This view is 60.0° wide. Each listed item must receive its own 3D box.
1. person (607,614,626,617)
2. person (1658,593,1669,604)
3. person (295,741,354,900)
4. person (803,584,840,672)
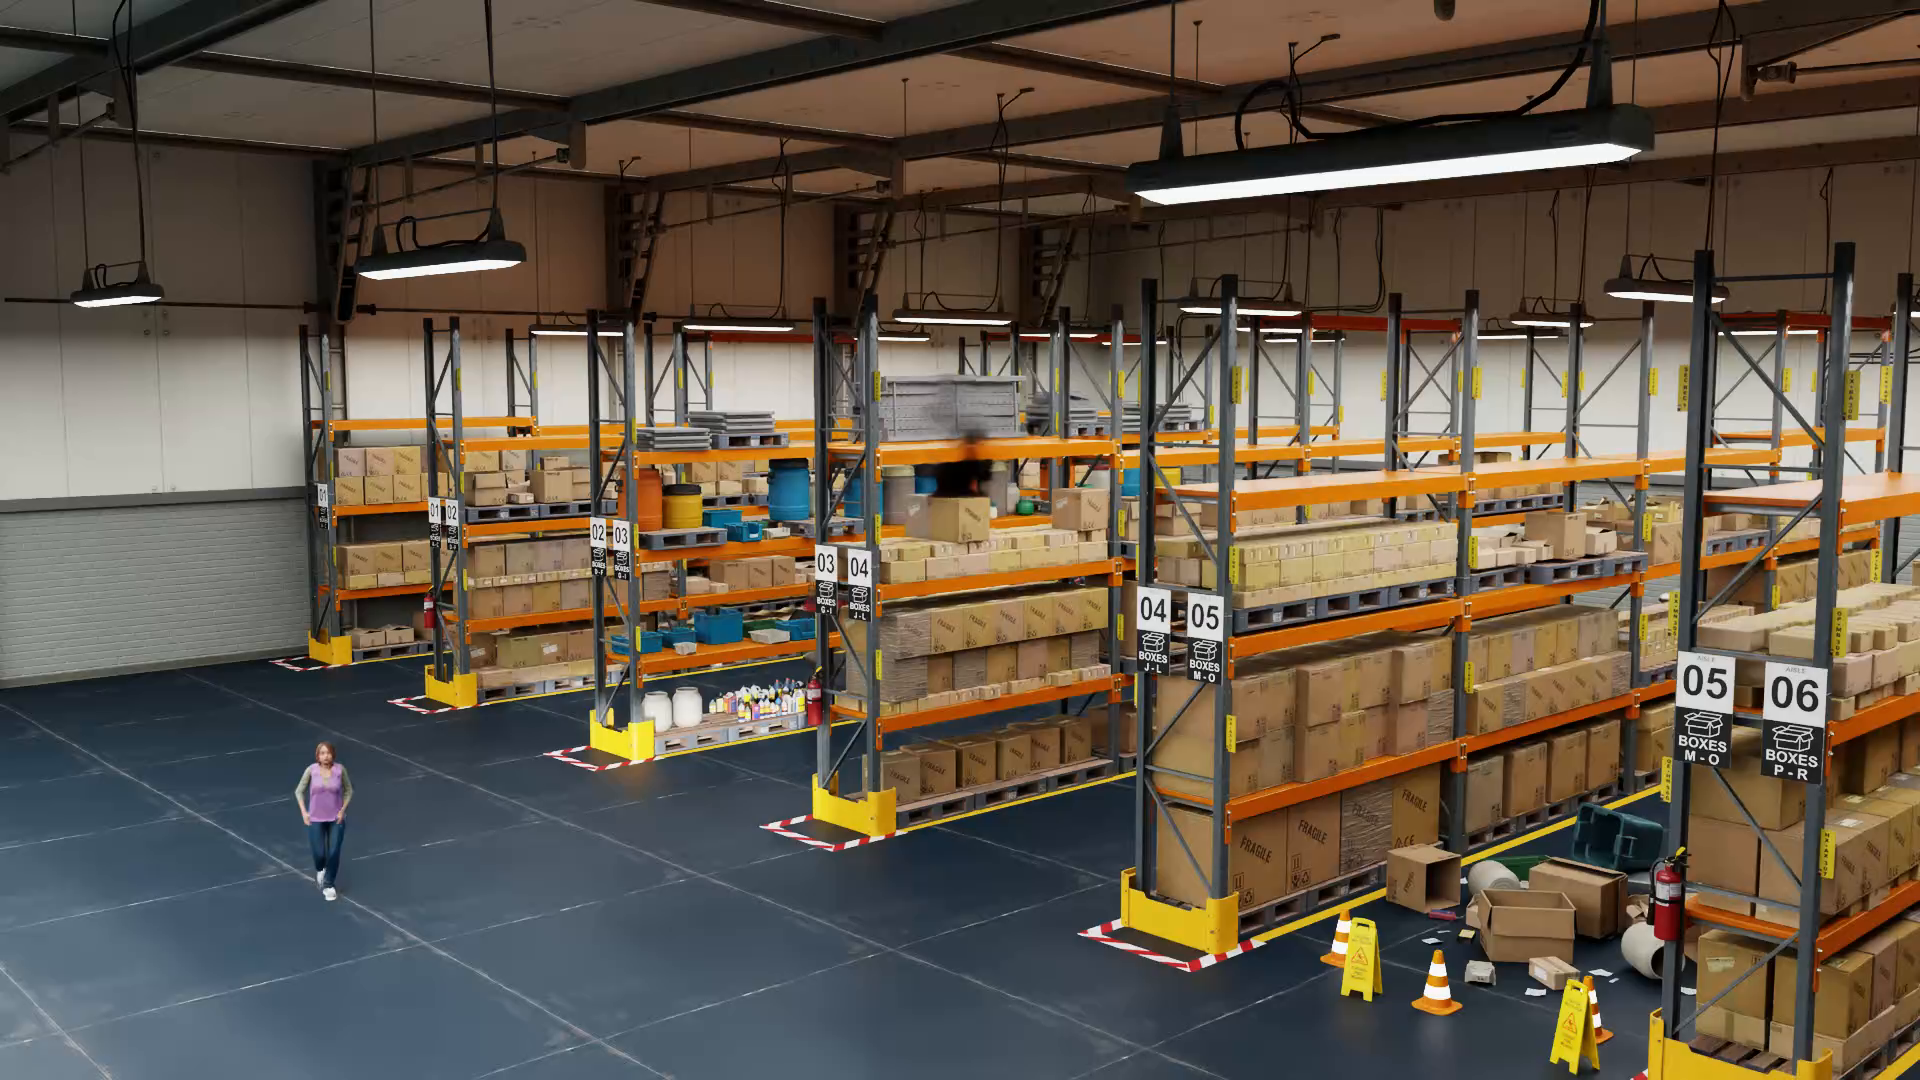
[{"bbox_3d":[-6.109,1.218,30.126,0.651,1.835,0.852,4,7,36],"label":"person"},{"bbox_3d":[10.857,1.688,25.761,0.670,1.741,0.624,5,8,42],"label":"person"},{"bbox_3d":[-6.232,2.755,16.338,0.534,1.551,0.456,-2,6,-21],"label":"person"},{"bbox_3d":[-2.348,1.600,27.056,0.718,1.768,0.677,-6,8,-44],"label":"person"}]
